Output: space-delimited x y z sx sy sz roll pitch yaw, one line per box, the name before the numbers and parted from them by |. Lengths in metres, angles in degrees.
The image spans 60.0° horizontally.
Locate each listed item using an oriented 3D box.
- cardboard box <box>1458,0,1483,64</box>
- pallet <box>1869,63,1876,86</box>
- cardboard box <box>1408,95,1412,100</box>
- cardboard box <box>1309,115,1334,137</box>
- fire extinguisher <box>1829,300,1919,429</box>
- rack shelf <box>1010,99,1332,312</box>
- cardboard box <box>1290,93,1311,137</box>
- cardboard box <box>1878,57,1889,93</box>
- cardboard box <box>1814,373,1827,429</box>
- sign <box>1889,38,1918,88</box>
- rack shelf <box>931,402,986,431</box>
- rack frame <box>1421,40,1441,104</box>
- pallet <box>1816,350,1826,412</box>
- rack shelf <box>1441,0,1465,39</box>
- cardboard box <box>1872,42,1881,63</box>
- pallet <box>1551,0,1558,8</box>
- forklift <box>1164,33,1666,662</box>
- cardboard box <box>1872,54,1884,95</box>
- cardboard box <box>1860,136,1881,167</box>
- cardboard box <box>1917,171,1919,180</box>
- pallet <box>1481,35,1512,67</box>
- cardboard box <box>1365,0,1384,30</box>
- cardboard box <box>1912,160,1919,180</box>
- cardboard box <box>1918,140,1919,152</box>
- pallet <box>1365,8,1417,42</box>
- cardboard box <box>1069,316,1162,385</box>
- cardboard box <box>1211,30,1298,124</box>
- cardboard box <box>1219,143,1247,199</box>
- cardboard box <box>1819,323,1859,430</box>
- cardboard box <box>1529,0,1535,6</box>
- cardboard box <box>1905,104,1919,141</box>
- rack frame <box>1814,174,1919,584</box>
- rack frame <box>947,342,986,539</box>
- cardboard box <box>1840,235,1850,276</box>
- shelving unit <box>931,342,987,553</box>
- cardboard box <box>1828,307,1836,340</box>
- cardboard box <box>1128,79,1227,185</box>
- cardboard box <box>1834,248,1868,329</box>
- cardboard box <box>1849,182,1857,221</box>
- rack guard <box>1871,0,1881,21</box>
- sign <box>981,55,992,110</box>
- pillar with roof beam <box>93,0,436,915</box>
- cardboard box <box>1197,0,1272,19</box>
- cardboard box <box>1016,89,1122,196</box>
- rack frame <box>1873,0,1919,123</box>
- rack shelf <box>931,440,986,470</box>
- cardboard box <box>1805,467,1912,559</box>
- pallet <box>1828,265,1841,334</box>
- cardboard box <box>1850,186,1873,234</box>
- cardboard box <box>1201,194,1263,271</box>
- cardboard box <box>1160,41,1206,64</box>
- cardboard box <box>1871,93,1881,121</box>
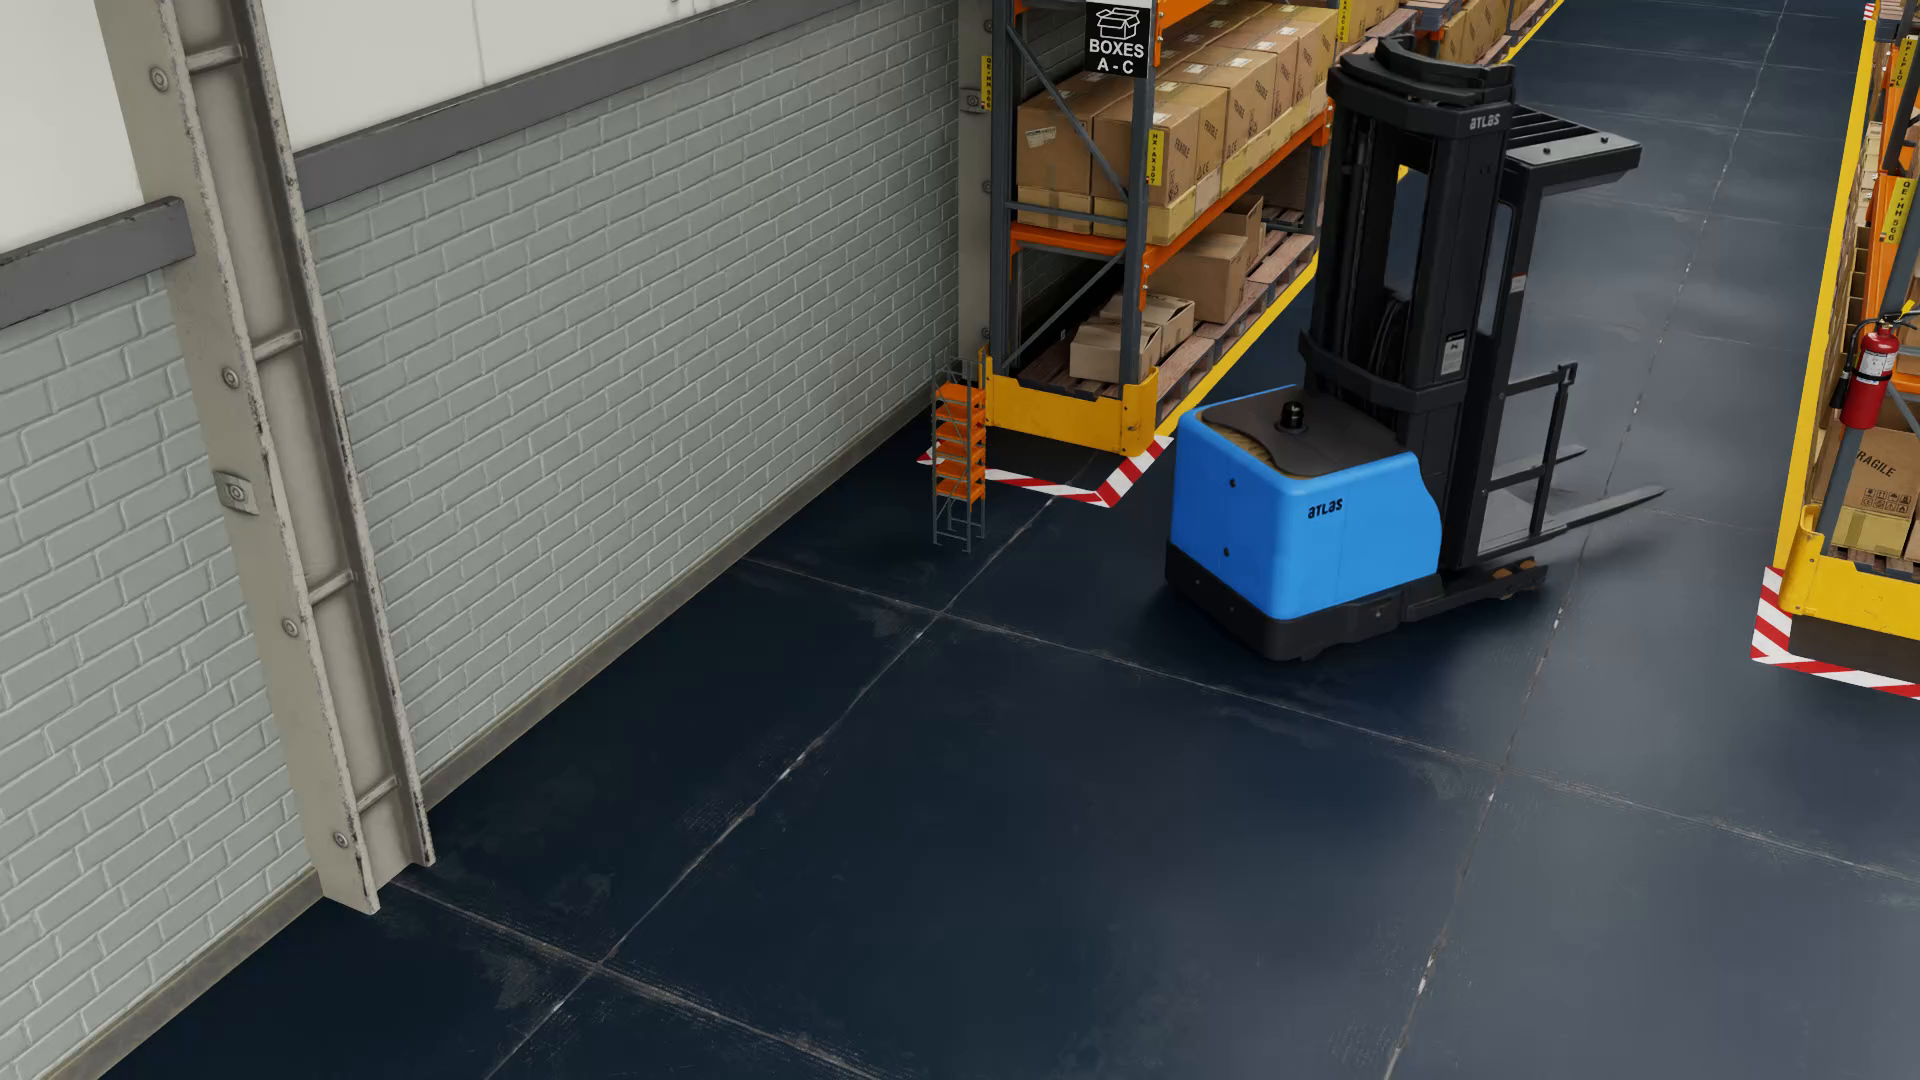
cardboard box | 5.162 -5.476 18.010 0.750 0.750 0.750 14 33 23
pallet | 10.853 -5.289 18.748 1.003 0.211 1.213 14 33 23
cardboard box | 4.024 -4.319 16.327 0.700 0.500 0.500 15 33 24
cardboard box | 3.001 -3.728 14.544 0.500 0.250 0.500 14 33 22
fire extinguisher | 4.605 -0.894 8.372 0.296 0.674 0.183 14 33 23
rack shelf | 1.572 -2.571 11.937 1.077 0.370 4.000 14 33 23
cardboard box | 2.303 -3.215 12.468 0.500 0.250 0.500 14 33 23
cardboard box | 8.956 -4.346 15.622 0.500 0.250 0.500 16 33 25
cardboard box | 5.726 -0.836 10.534 0.500 0.250 0.500 14 33 23
sign | 6.407 -3.234 11.286 0.100 0.325 0.005 14 33 23
rack shelf | -0.007 -0.683 9.343 0.258 0.103 0.180 14 33 23
rack frame | 4.305 -5.543 16.390 1.000 3.000 0.127 14 33 23
pallet | 6.495 -1.095 11.445 1.003 0.211 1.213 14 33 23
rack shelf | 5.216 -6.117 18.113 1.077 0.370 4.000 14 33 23
cardboard box | 10.546 -5.618 18.589 0.500 0.500 0.500 14 33 23
pallet | 7.655 -7.508 22.612 1.003 0.211 1.213 14 33 23
forklift | 2.680 -1.158 8.823 3.031 2.935 1.130 -15 33 -24
cardboard box | 9.634 -4.683 16.961 0.500 0.500 0.500 15 33 24
cardboard box | 7.985 -3.253 14.179 0.500 0.311 0.500 13 33 22
cardboard box | 5.782 -2.100 9.642 0.380 0.149 0.250 14 33 23
pallet | 5.843 -5.748 19.547 1.003 0.211 1.213 14 33 23
cardboard box | 3.278 -4.767 14.496 0.700 0.500 0.500 19 35 30
cardboard box | 6.464 -2.257 10.568 0.700 0.500 0.500 14 33 23
cardboard box | 6.136 -2.444 10.242 0.380 0.149 0.250 13 32 22
pallet | 3.440 -4.573 14.894 1.003 0.211 1.213 14 33 23
cardboard box | 1.056 -1.307 11.273 0.500 0.311 0.500 11 32 18
cardboard box | 2.082 -3.315 11.889 0.500 0.500 0.500 13 32 22
cardboard box | 1.627 -2.542 11.295 0.500 0.250 0.500 14 33 23
cardboard box | 5.494 -0.941 9.963 0.500 0.500 0.500 14 33 23
cardboard box | 7.027 -7.171 21.315 0.700 0.500 0.500 15 33 24
cardboard box | 7.132 -3.021 12.133 0.396 0.266 0.258 13 33 22
rack frame | 5.073 -0.874 8.260 1.000 3.000 0.127 14 33 23
rack frame | 0.035 -0.554 9.511 0.240 1.200 0.006 14 33 23
cardboard box | 7.058 -2.111 12.753 0.500 0.250 0.500 14 33 23
shelving unit | -0.007 -0.514 9.440 0.258 1.200 0.189 14 33 23
cardboard box | 6.414 -1.500 11.690 0.500 0.250 0.500 14 33 23
cardboard box | 1.380 -2.625 10.687 0.500 0.500 0.500 14 33 23
cardboard box | 6.184 -1.604 11.118 0.500 0.500 0.500 14 33 23
cardboard box | 7.757 -2.790 13.936 0.500 0.250 0.500 13 32 22
rack guard | 12.327 -6.850 21.176 1.175 0.500 0.348 14 33 23
sign | 0.176 -2.770 10.082 0.100 0.325 0.005 14 33 23
pillar with roof beam | 1.309 -1.468 3.270 9.100 9.000 0.400 14 33 23
cardboard box | 2.083 -3.877 12.867 0.500 0.500 0.500 14 33 22
cardboard box | 0.686 -2.522 10.508 0.500 0.500 0.500 14 33 23
rack frame | 8.717 -4.421 14.436 1.000 3.000 0.127 14 33 23
rack shelf | -0.007 -0.475 9.462 0.258 0.103 0.180 14 33 23
cardboard box | 5.054 -0.169 9.371 0.500 0.250 0.500 14 33 23
pallet | 7.196 -1.774 12.627 1.003 0.211 1.213 14 33 23
cardboard box | 7.285 -2.578 13.003 0.500 0.311 0.500 14 33 23
cardboard box | 2.046 -2.407 12.998 0.500 0.500 0.500 12 32 20
cardboard box | 1.386 -3.197 11.682 0.500 0.500 0.500 15 33 24
cardboard box | 8.934 -3.995 15.764 0.500 0.500 0.500 16 33 25
